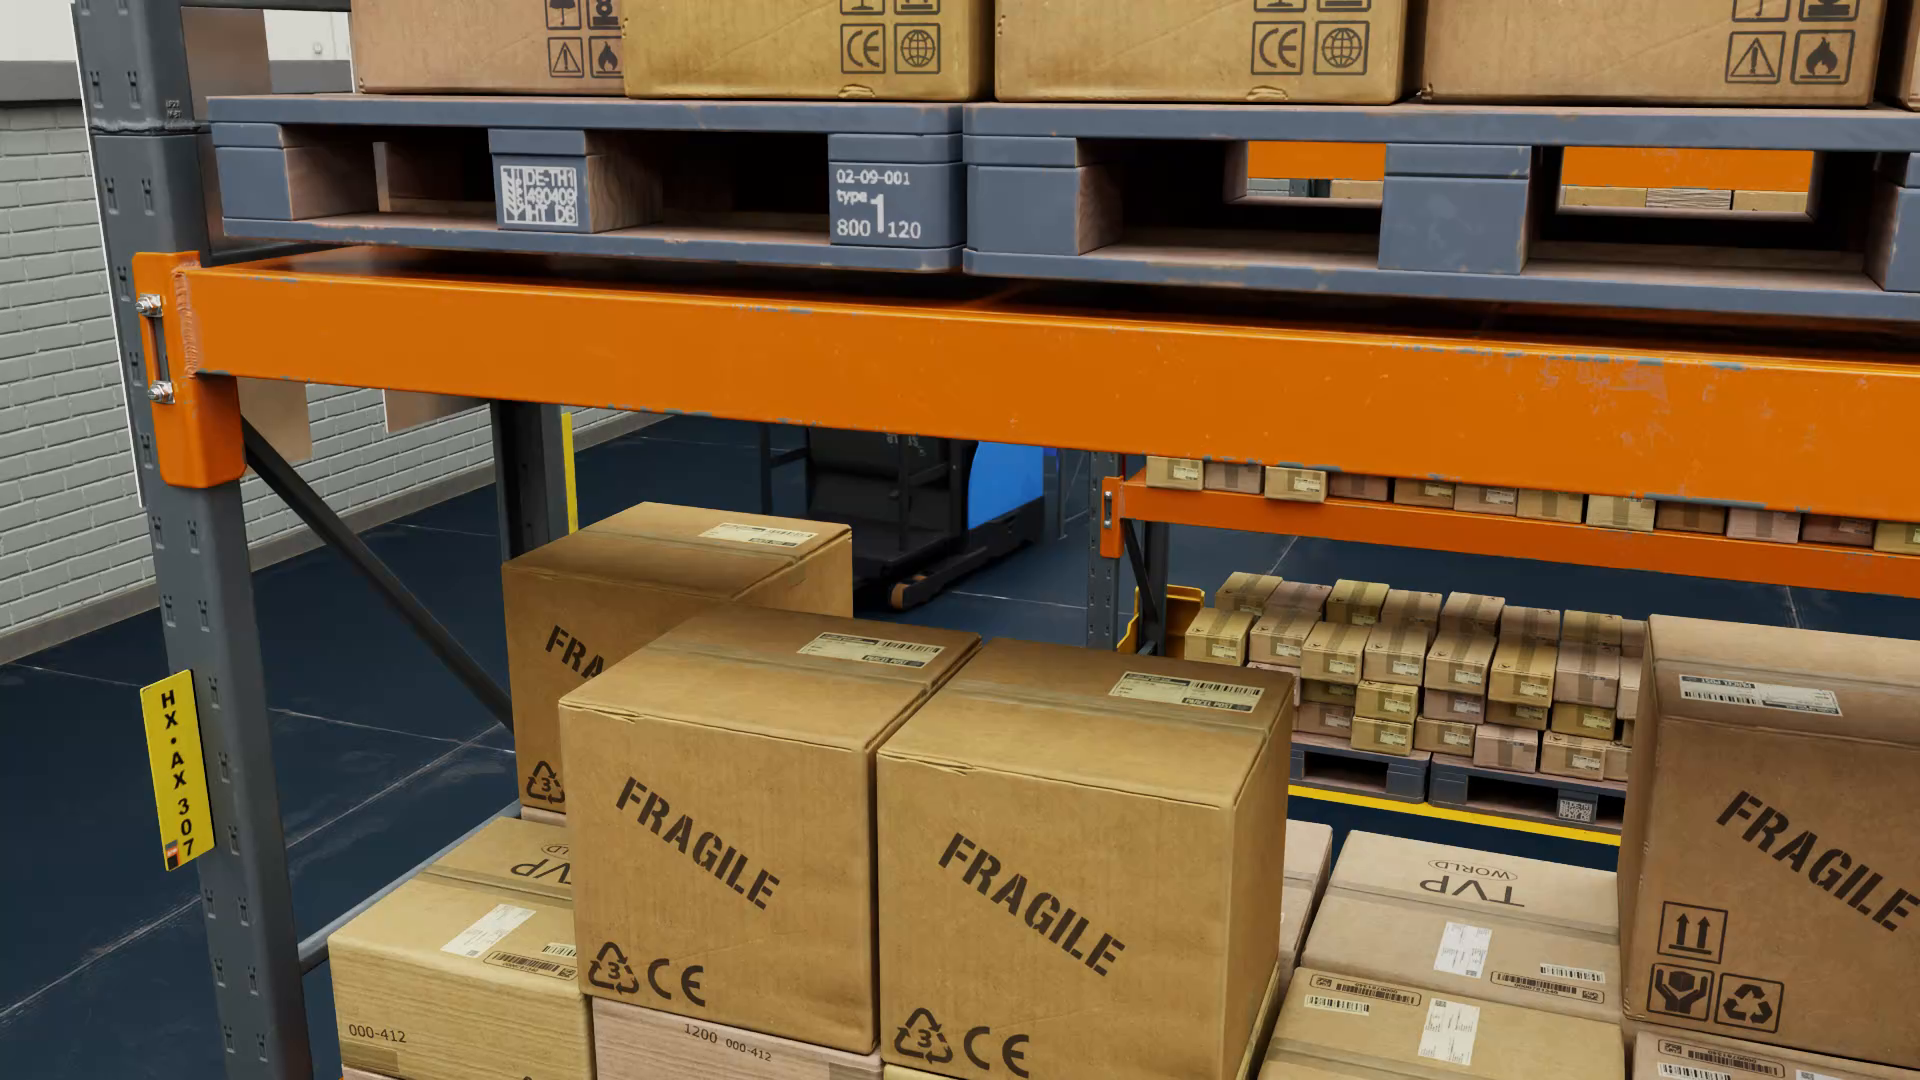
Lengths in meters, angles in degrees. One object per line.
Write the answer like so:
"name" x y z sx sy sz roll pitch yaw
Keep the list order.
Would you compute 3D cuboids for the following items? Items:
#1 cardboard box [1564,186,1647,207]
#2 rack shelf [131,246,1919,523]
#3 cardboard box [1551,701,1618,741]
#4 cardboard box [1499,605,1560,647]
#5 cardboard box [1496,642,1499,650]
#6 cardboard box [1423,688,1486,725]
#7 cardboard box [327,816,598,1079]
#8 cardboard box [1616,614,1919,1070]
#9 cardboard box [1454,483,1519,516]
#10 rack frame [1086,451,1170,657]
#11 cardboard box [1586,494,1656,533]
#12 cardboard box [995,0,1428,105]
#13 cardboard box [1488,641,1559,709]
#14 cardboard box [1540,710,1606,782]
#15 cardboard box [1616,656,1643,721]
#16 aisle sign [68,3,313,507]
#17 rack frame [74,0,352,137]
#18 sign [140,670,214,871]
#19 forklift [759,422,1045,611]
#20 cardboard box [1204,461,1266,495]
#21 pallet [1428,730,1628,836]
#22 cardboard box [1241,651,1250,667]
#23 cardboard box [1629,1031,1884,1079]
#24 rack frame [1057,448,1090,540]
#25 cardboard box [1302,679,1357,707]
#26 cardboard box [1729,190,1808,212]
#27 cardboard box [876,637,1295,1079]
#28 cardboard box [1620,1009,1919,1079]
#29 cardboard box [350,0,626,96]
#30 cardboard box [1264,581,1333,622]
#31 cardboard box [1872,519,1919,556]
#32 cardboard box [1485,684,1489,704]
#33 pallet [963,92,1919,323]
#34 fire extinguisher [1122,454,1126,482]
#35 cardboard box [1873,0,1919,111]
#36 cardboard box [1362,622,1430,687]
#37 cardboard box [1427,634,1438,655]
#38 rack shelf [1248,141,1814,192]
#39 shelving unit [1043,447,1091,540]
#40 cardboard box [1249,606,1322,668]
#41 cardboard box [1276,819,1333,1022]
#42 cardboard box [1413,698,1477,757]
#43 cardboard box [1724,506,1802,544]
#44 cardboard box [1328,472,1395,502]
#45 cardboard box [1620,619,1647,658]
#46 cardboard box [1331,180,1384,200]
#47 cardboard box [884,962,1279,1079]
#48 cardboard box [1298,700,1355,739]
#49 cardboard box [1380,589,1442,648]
"cardboard box" 4.313 -2.128 11.150 0.500 0.500 0.500 6 17 21
"rack shelf" 0.766 -0.195 2.376 4.000 0.370 1.077 6 17 21
"cardboard box" 2.702 0.713 7.165 0.250 0.149 0.380 7 18 23
"cardboard box" 2.597 0.435 7.588 0.250 0.149 0.380 6 17 19
"cardboard box" 2.617 0.557 7.701 0.250 0.149 0.380 7 18 23
"cardboard box" 2.187 0.666 7.328 0.250 0.149 0.380 5 17 18
"cardboard box" -0.747 0.743 2.968 0.500 0.250 0.500 6 17 19
"cardboard box" 1.334 0.454 2.621 0.500 0.500 0.500 6 17 19
"cardboard box" 2.237 -0.228 7.028 0.250 0.149 0.380 6 17 20
"rack frame" 0.819 -0.581 7.794 0.127 3.000 1.000 6 17 21
"cardboard box" 2.708 -0.161 6.798 0.250 0.149 0.380 7 17 22
"cardboard box" 0.387 -0.875 2.314 0.500 0.500 0.700 5 17 17
"cardboard box" 2.414 0.572 7.116 0.250 0.149 0.380 7 17 21
"cardboard box" 2.633 0.878 7.129 0.250 0.149 0.380 6 17 21
"cardboard box" 2.874 0.627 6.928 0.250 0.149 0.380 6 17 19
"aisle sign" -1.272 -0.483 2.794 0.004 0.787 0.394 6 17 21
"rack frame" -1.095 -2.186 2.562 0.127 3.000 1.000 6 17 21
"sign" -1.304 0.385 2.773 0.005 0.325 0.100 6 17 21
"forklift" -0.616 -1.135 9.826 1.130 2.935 3.031 9 19 29
"cardboard box" 1.252 -0.327 7.370 0.250 0.149 0.380 7 18 23
"pallet" 2.764 0.984 7.407 1.213 0.211 1.003 6 17 21
"cardboard box" 1.213 0.564 7.678 0.250 0.149 0.380 7 18 23
"cardboard box" 1.162 0.952 2.250 0.500 0.250 0.500 7 17 22
"rack frame" 0.798 -0.781 11.174 0.032 1.500 0.500 10 19 31
"cardboard box" 1.707 0.609 7.524 0.250 0.149 0.380 7 17 21
"cardboard box" 5.253 -2.025 10.795 0.500 0.500 0.500 6 17 20
"cardboard box" 0.202 0.486 2.510 0.500 0.500 0.500 6 17 19
"cardboard box" 1.341 0.814 2.726 0.500 0.250 0.500 7 17 22
"cardboard box" -0.591 -1.004 2.759 0.500 0.500 0.700 5 17 17
"cardboard box" 1.617 0.330 7.950 0.250 0.149 0.380 7 17 22
"cardboard box" 3.682 -0.060 6.452 0.250 0.149 0.380 7 18 23
"cardboard box" 2.371 0.667 7.855 0.250 0.149 0.380 5 17 18
"pallet" 0.738 -0.505 2.313 1.213 0.211 1.003 6 17 21
"fire extinguisher" 0.754 -0.510 8.358 0.183 0.674 0.296 6 17 21
"cardboard box" 1.378 -0.755 1.900 0.500 0.500 0.700 7 18 23
"cardboard box" 1.931 0.502 7.356 0.250 0.149 0.380 5 17 18
"cardboard box" 2.111 0.531 7.793 0.250 0.149 0.380 6 17 20
"rack shelf" 2.680 -1.471 6.772 4.000 0.370 1.077 6 17 21
"shelving unit" 0.370 -0.858 11.438 1.048 1.500 0.538 10 19 31
"cardboard box" 1.483 0.440 7.572 0.250 0.149 0.380 7 17 22
"cardboard box" 0.399 0.709 3.086 0.500 0.250 0.500 6 17 19
"cardboard box" 2.166 0.808 7.369 0.250 0.149 0.380 6 17 21
"cardboard box" 3.188 -0.113 6.634 0.250 0.149 0.380 5 17 18
"cardboard box" 1.774 -0.294 7.258 0.250 0.149 0.380 7 18 23
"cardboard box" 3.067 0.490 7.399 0.250 0.149 0.380 6 17 18
"cardboard box" 2.884 -2.280 11.675 0.500 0.500 0.500 6 17 19
"cardboard box" 0.205 0.847 2.610 0.500 0.250 0.500 6 17 19
"cardboard box" 1.696 0.752 7.562 0.250 0.149 0.380 6 17 21
"cardboard box" 2.123 0.366 7.825 0.250 0.149 0.380 6 17 18
